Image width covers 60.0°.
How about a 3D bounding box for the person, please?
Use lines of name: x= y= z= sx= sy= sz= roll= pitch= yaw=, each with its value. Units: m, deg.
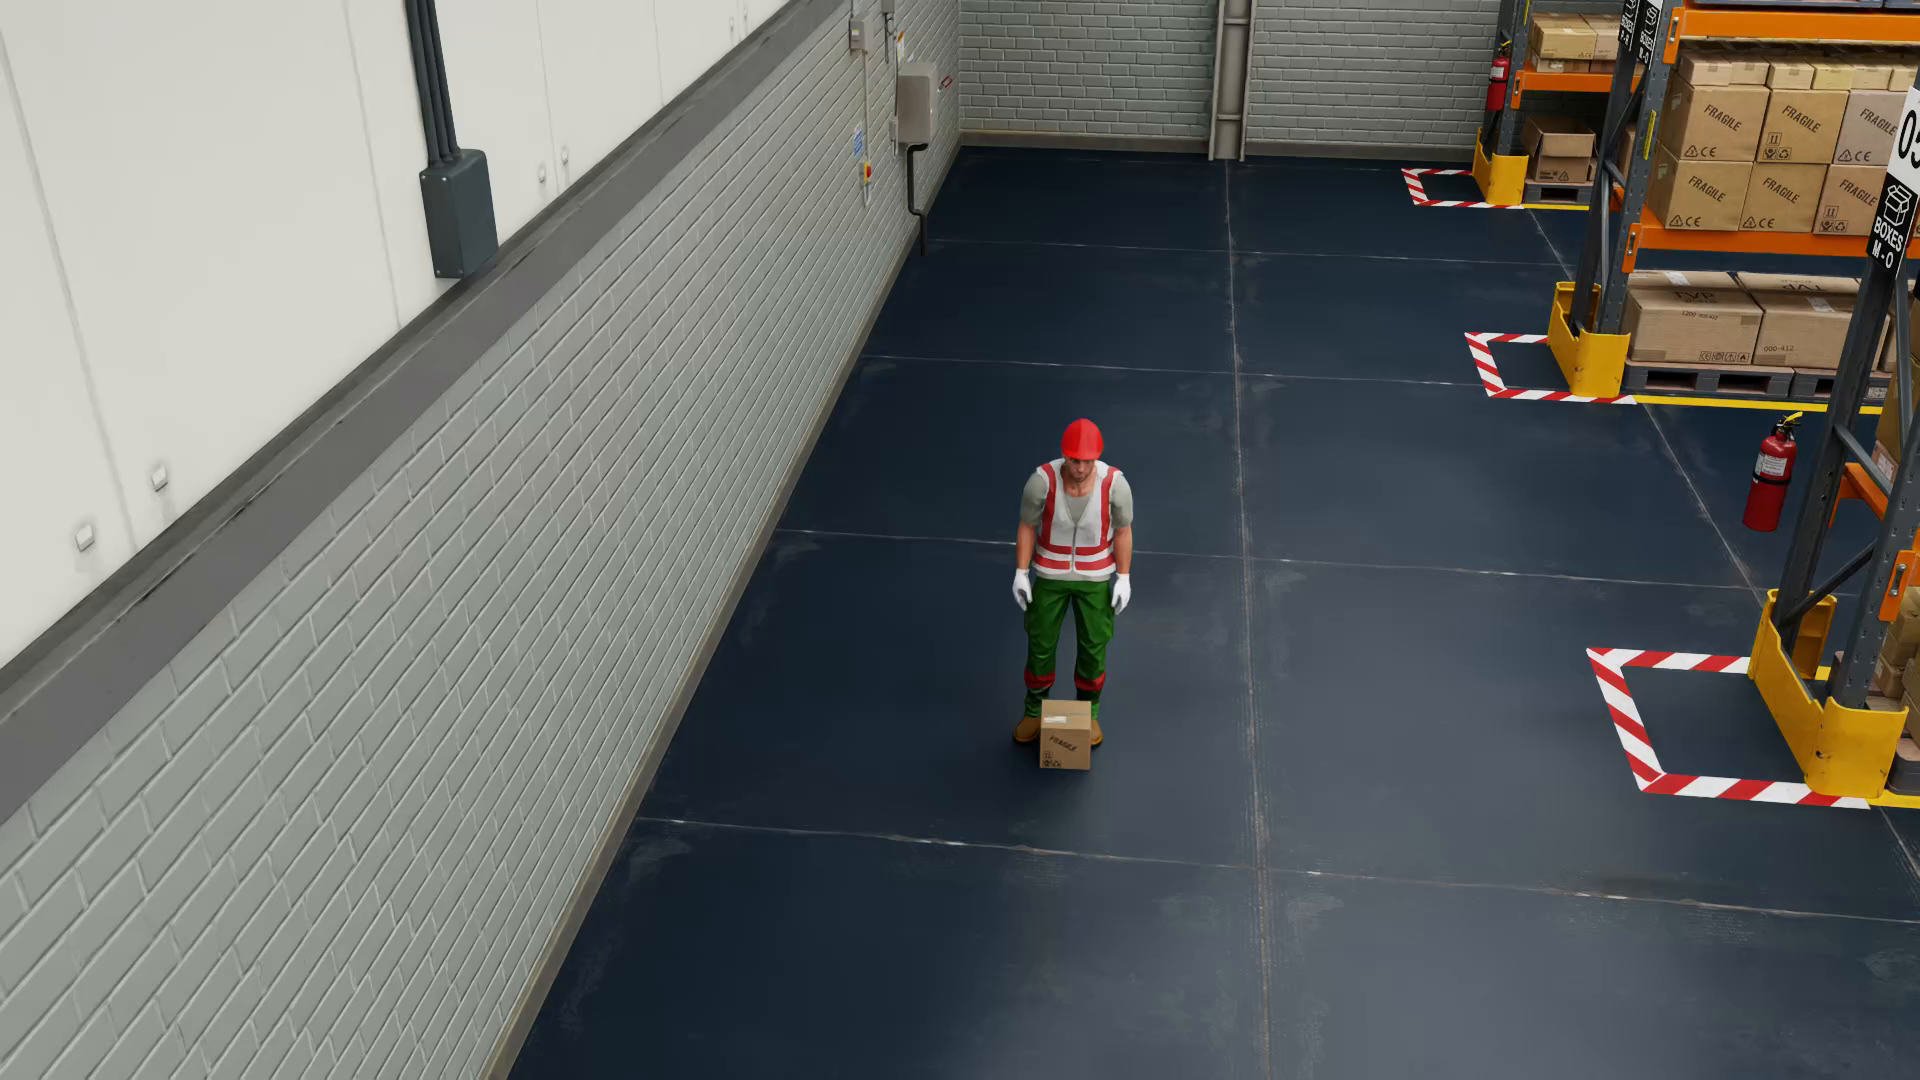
person: x=0.555 y=0.201 z=8.231 sx=0.592 sy=1.778 sz=0.447 roll=2 pitch=28 yaw=4
